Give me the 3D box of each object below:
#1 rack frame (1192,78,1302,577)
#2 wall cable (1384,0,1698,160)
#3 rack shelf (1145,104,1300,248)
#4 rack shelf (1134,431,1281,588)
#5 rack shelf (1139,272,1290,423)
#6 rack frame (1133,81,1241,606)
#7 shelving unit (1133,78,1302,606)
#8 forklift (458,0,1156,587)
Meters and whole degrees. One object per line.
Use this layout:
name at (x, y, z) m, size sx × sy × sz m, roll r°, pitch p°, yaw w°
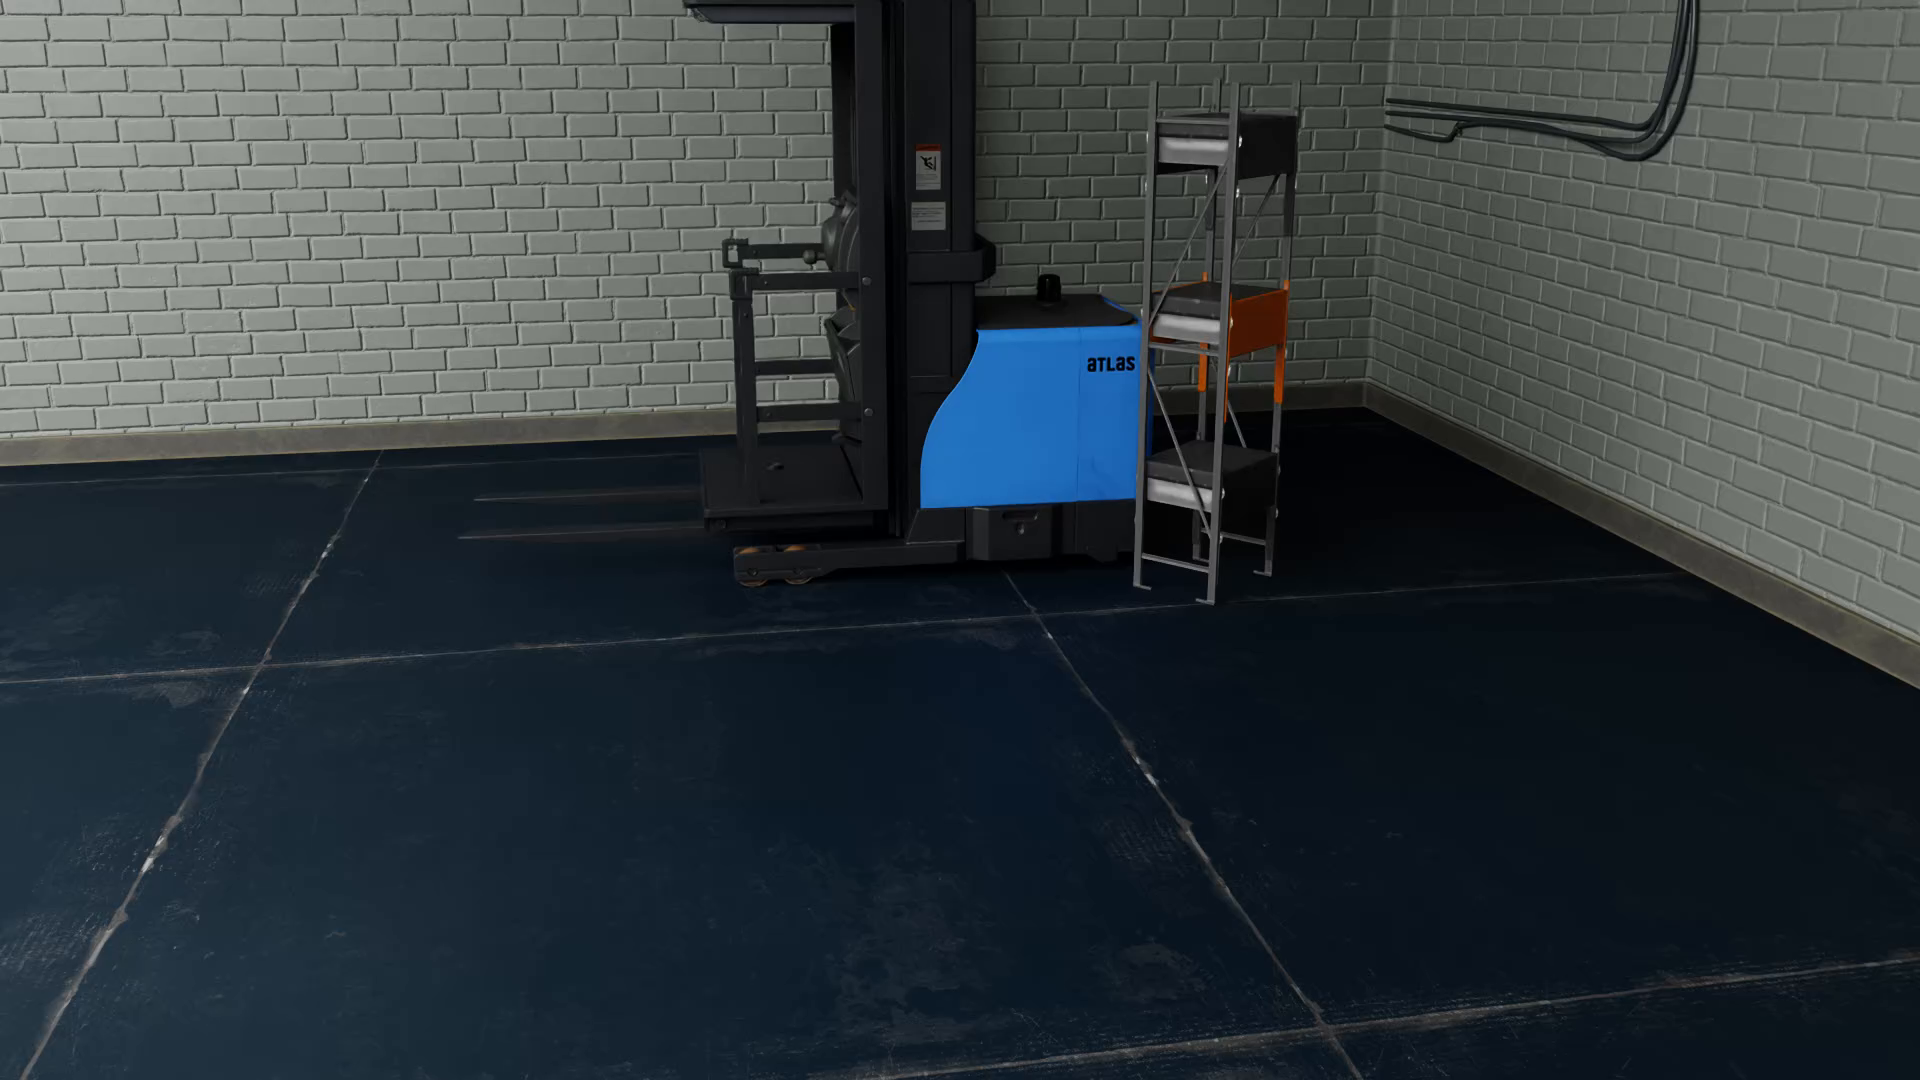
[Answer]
rack frame at (1.212, -0.881, 7.102) m, size 0.400 × 2.100 × 0.015 m, roll 13°, pitch 22°, yaw 37°
wall cable at (2.821, -3.249, 8.351) m, size 0.112 × 2.526 × 3.097 m, roll -3°, pitch 17°, yaw -10°
rack shelf at (1.060, -1.481, 6.719) m, size 0.431 × 0.518 × 0.480 m, roll 13°, pitch 22°, yaw 37°
rack shelf at (1.060, -0.143, 7.130) m, size 0.431 × 0.518 × 0.480 m, roll 13°, pitch 22°, yaw 37°
rack shelf at (1.060, -0.812, 6.925) m, size 0.431 × 0.518 × 0.480 m, roll 13°, pitch 22°, yaw 37°
rack frame at (0.907, -0.769, 6.739) m, size 0.400 × 2.100 × 0.015 m, roll 13°, pitch 22°, yaw 37°
shelving unit at (1.060, -0.825, 6.921) m, size 0.431 × 2.100 × 0.503 m, roll 13°, pitch 22°, yaw 37°
forklift at (-0.700, -1.365, 7.264) m, size 3.031 × 2.935 × 1.130 m, roll -3°, pitch 17°, yaw -9°
